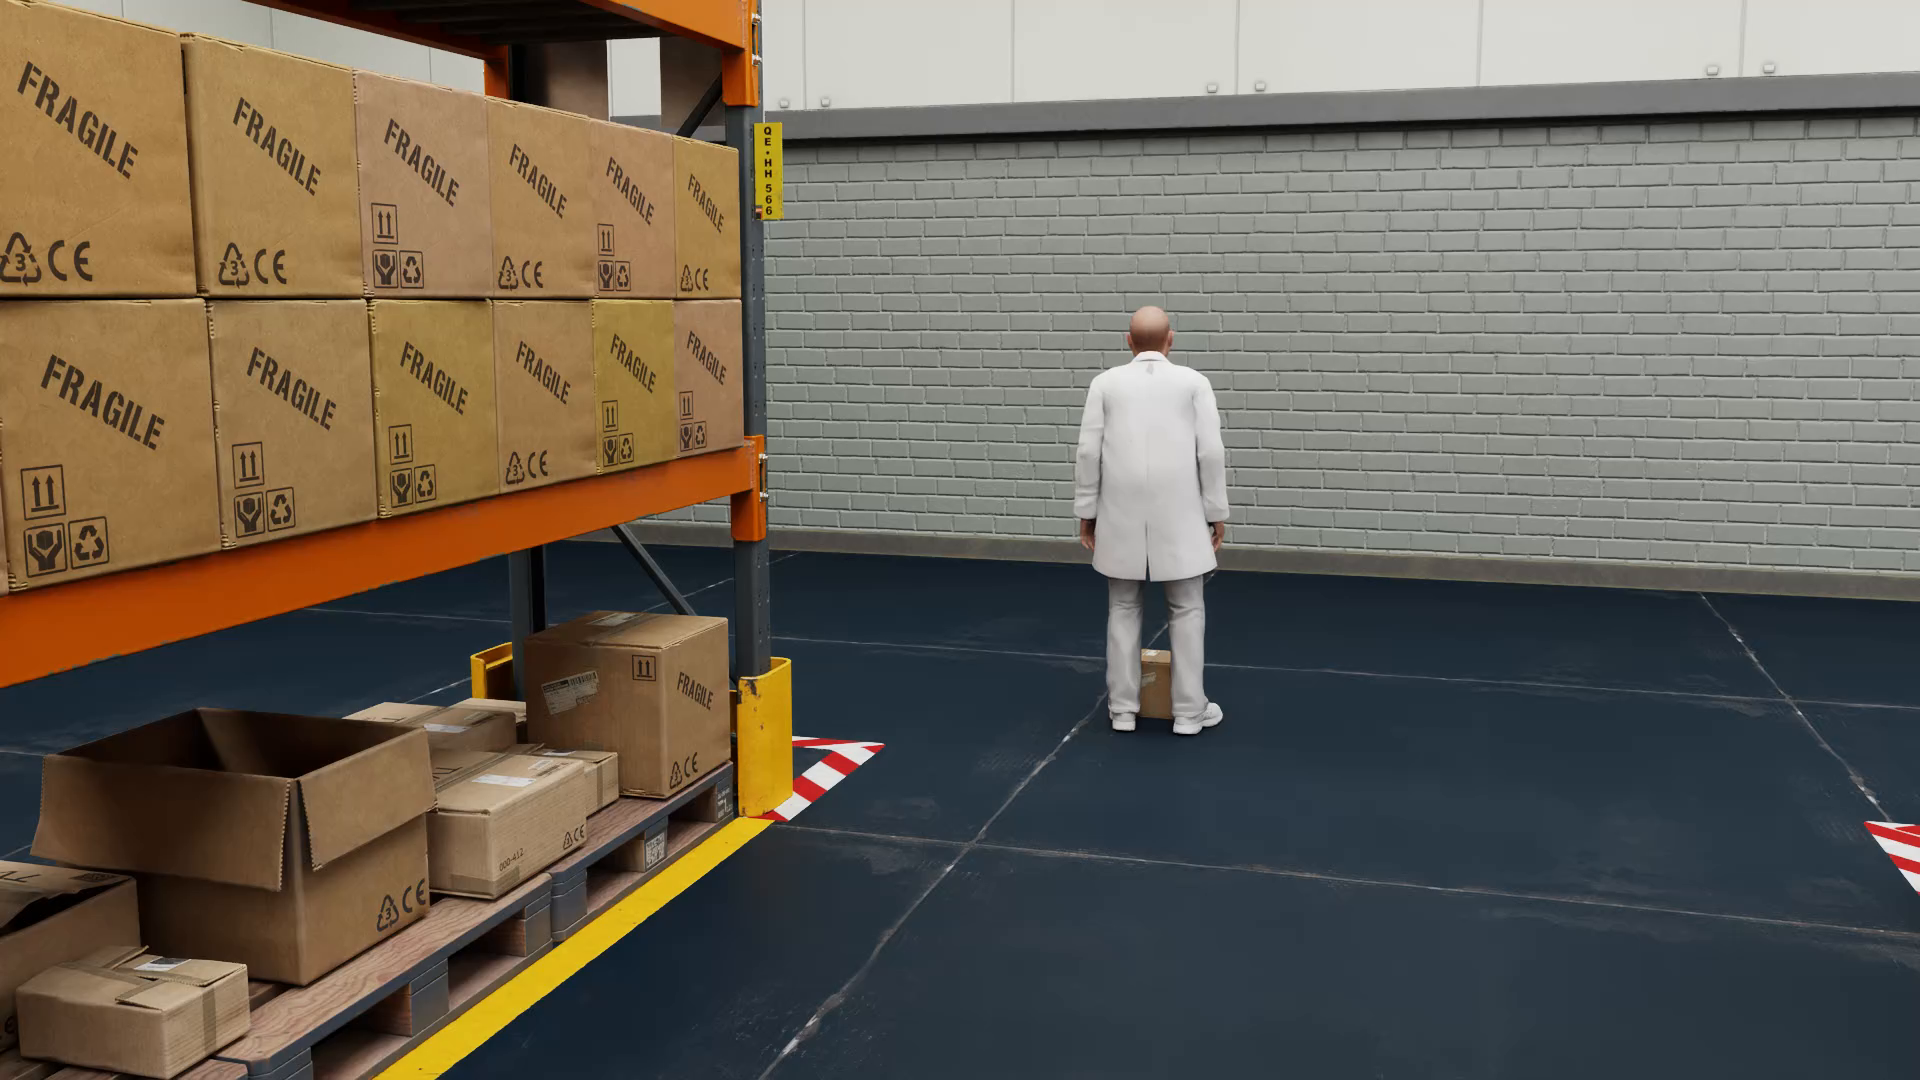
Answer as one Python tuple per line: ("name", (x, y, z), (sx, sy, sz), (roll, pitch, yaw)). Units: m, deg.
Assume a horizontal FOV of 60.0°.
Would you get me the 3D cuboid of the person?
("person", (0.800, -0.087, 6.985), (0.654, 1.775, 0.420), (2, 8, 13))
